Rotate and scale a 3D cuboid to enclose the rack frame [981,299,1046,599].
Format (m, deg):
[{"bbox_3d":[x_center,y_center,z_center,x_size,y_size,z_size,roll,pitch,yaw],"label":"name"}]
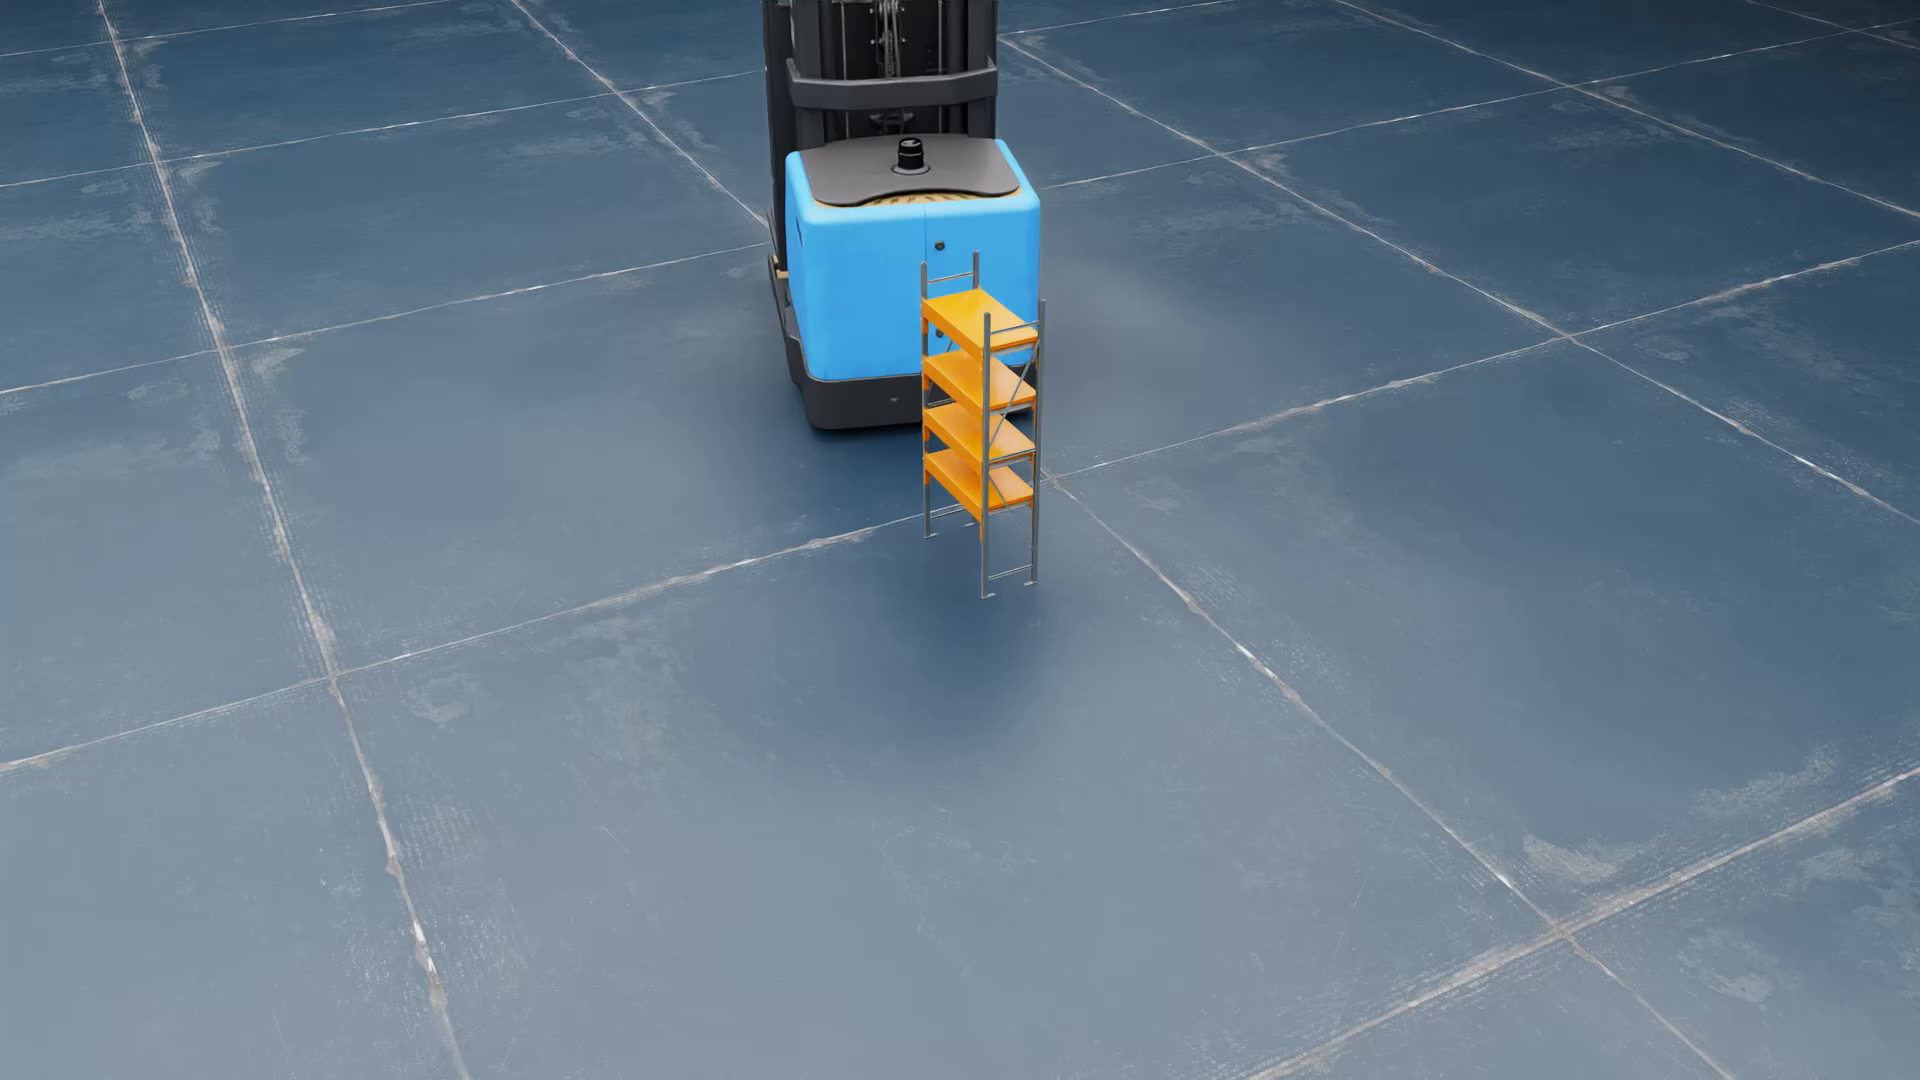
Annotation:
[{"bbox_3d":[0.191,-0.310,6.121,0.240,1.200,0.015,-16,36,-23],"label":"rack frame"}]

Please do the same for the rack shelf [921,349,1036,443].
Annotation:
[{"bbox_3d":[0.077,-0.558,6.219,0.258,0.148,0.480,-16,36,-23],"label":"rack shelf"}]

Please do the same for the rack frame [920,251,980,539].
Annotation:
[{"bbox_3d":[-0.037,-0.543,6.485,0.240,1.200,0.015,-16,36,-23],"label":"rack frame"}]

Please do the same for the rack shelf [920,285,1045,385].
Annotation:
[{"bbox_3d":[0.077,-0.757,6.091,0.258,0.148,0.480,-16,36,-23],"label":"rack shelf"}]

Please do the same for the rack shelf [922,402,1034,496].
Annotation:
[{"bbox_3d":[0.077,-0.370,6.339,0.258,0.148,0.480,-16,36,-23],"label":"rack shelf"}]

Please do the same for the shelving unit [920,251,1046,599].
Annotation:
[{"bbox_3d":[0.077,-0.426,6.303,0.258,1.200,0.503,-16,36,-23],"label":"shelving unit"}]

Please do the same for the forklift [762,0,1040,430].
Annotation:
[{"bbox_3d":[-0.414,-2.508,7.947,1.130,2.935,3.031,-6,33,-9],"label":"forklift"}]

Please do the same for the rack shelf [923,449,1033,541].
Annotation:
[{"bbox_3d":[0.077,-0.202,6.446,0.258,0.148,0.480,-16,36,-23],"label":"rack shelf"}]
